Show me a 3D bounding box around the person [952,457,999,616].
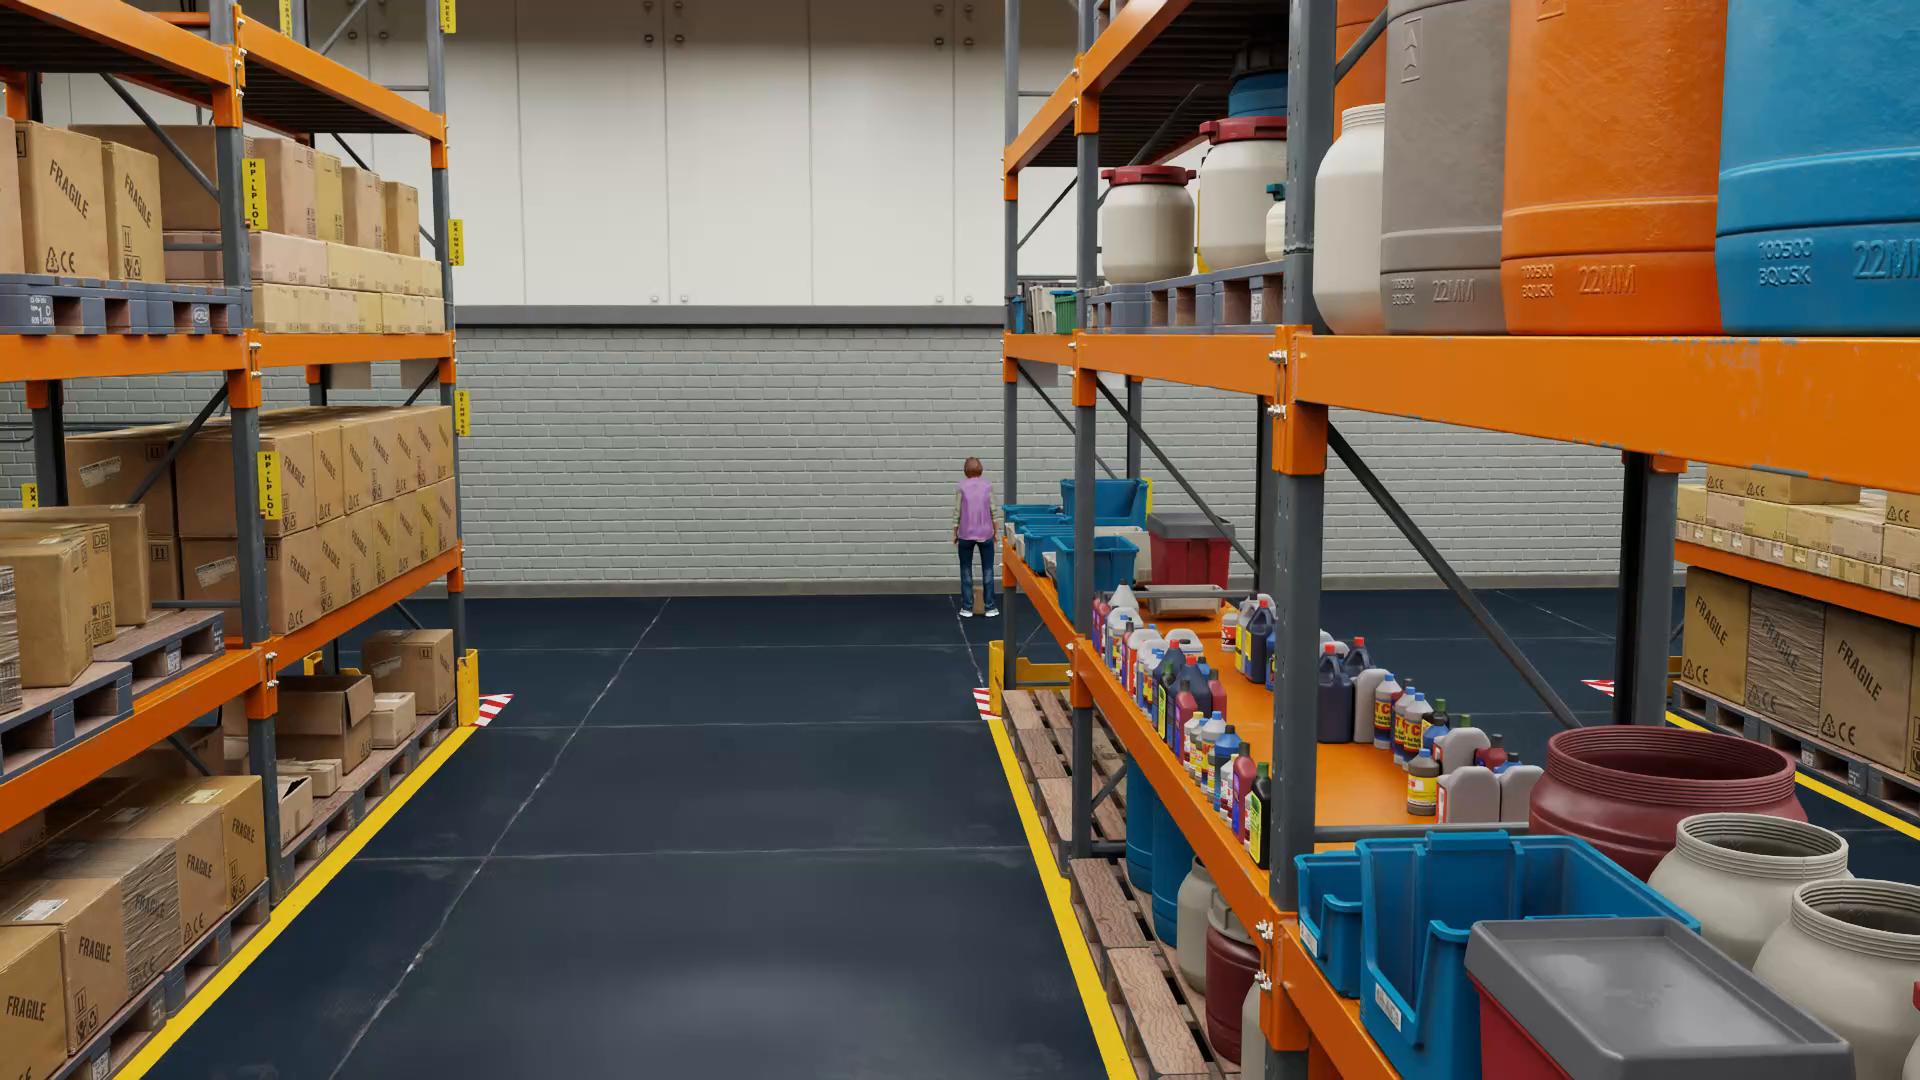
[{"bbox_3d":[0.157,-0.027,16.527,0.474,1.590,0.346,0,7,-3],"label":"person"}]
